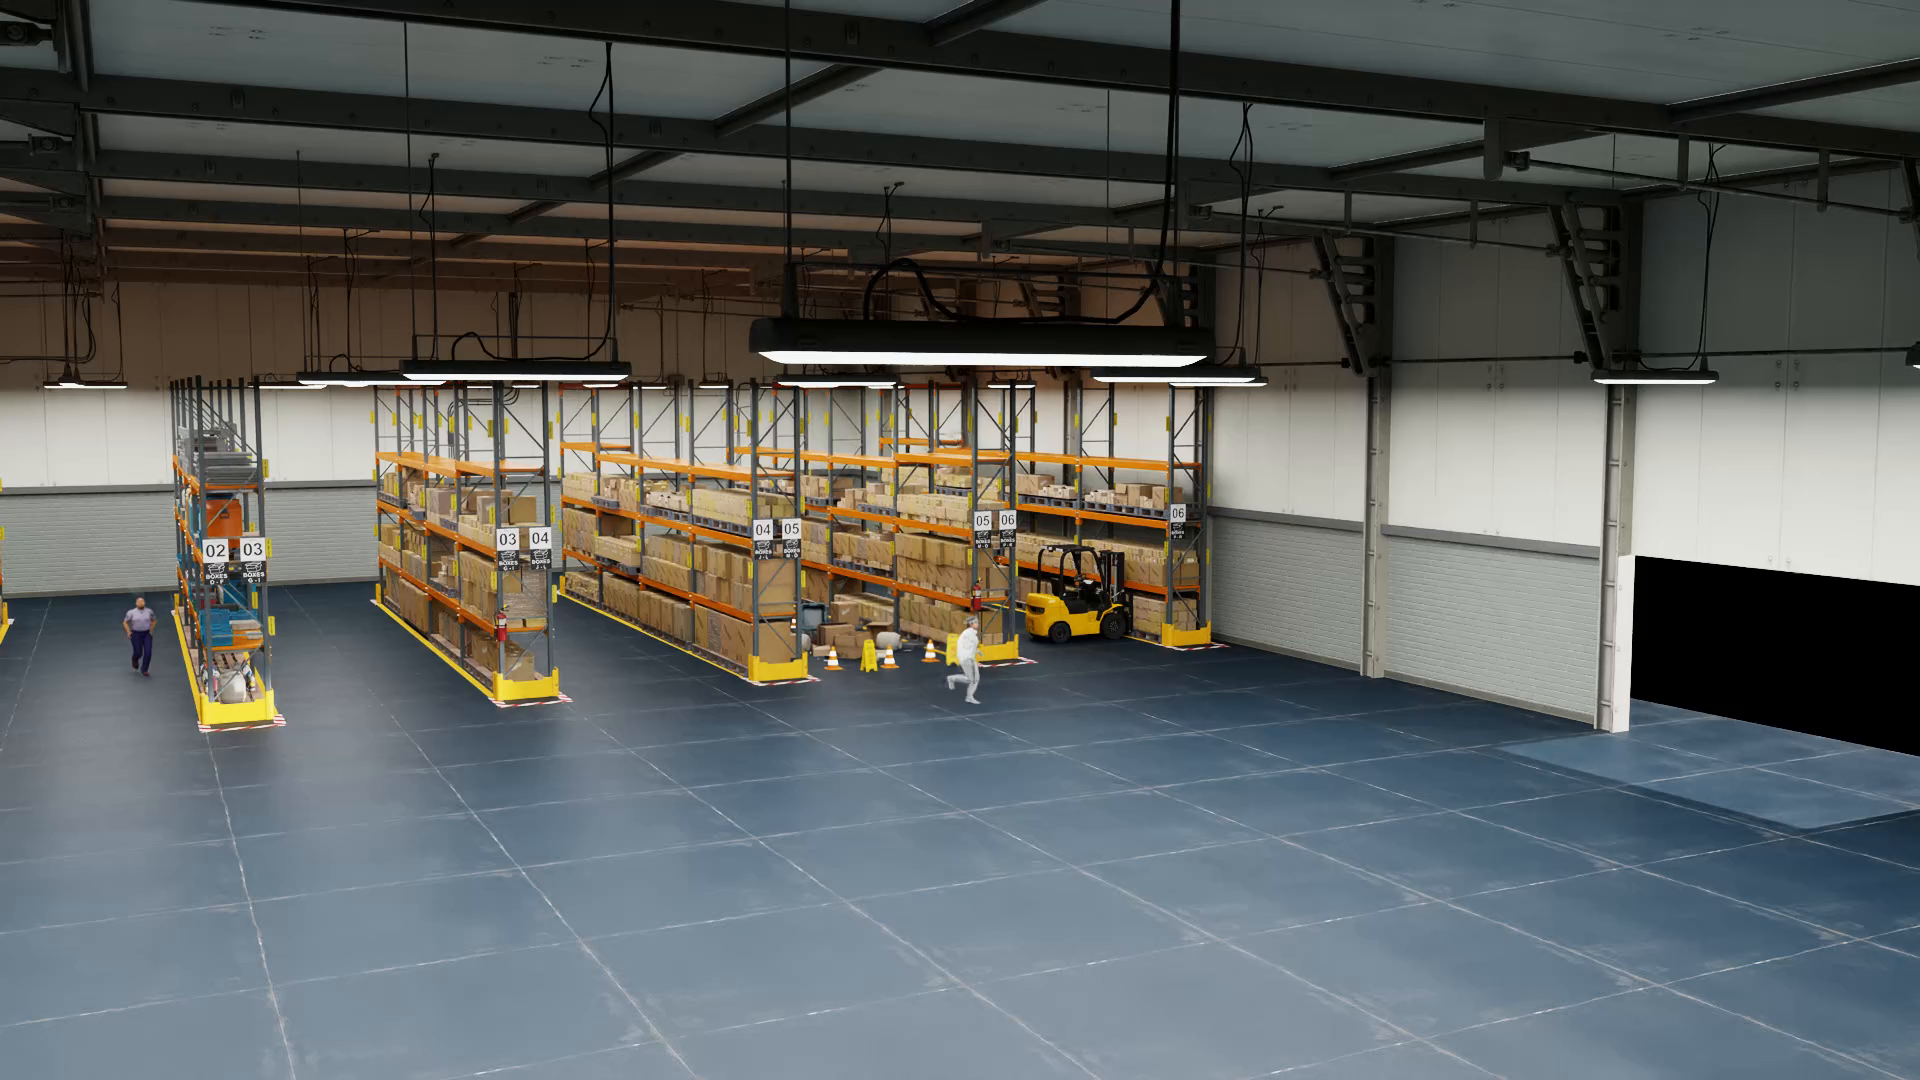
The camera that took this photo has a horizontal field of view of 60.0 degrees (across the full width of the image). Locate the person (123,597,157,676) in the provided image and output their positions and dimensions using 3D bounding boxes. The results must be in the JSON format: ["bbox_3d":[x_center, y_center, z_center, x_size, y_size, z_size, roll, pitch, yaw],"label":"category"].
[{"bbox_3d":[-16.556,1.945,33.636,0.614,1.605,0.551,-4,6,-36],"label":"person"}]

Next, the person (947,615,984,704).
[{"bbox_3d":[0.092,2.200,30.709,0.669,1.651,0.645,2,5,20],"label":"person"}]

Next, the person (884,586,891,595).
[{"bbox_3d":[-2.019,0.689,44.585,0.517,1.641,0.631,-3,6,-32],"label":"person"}]
